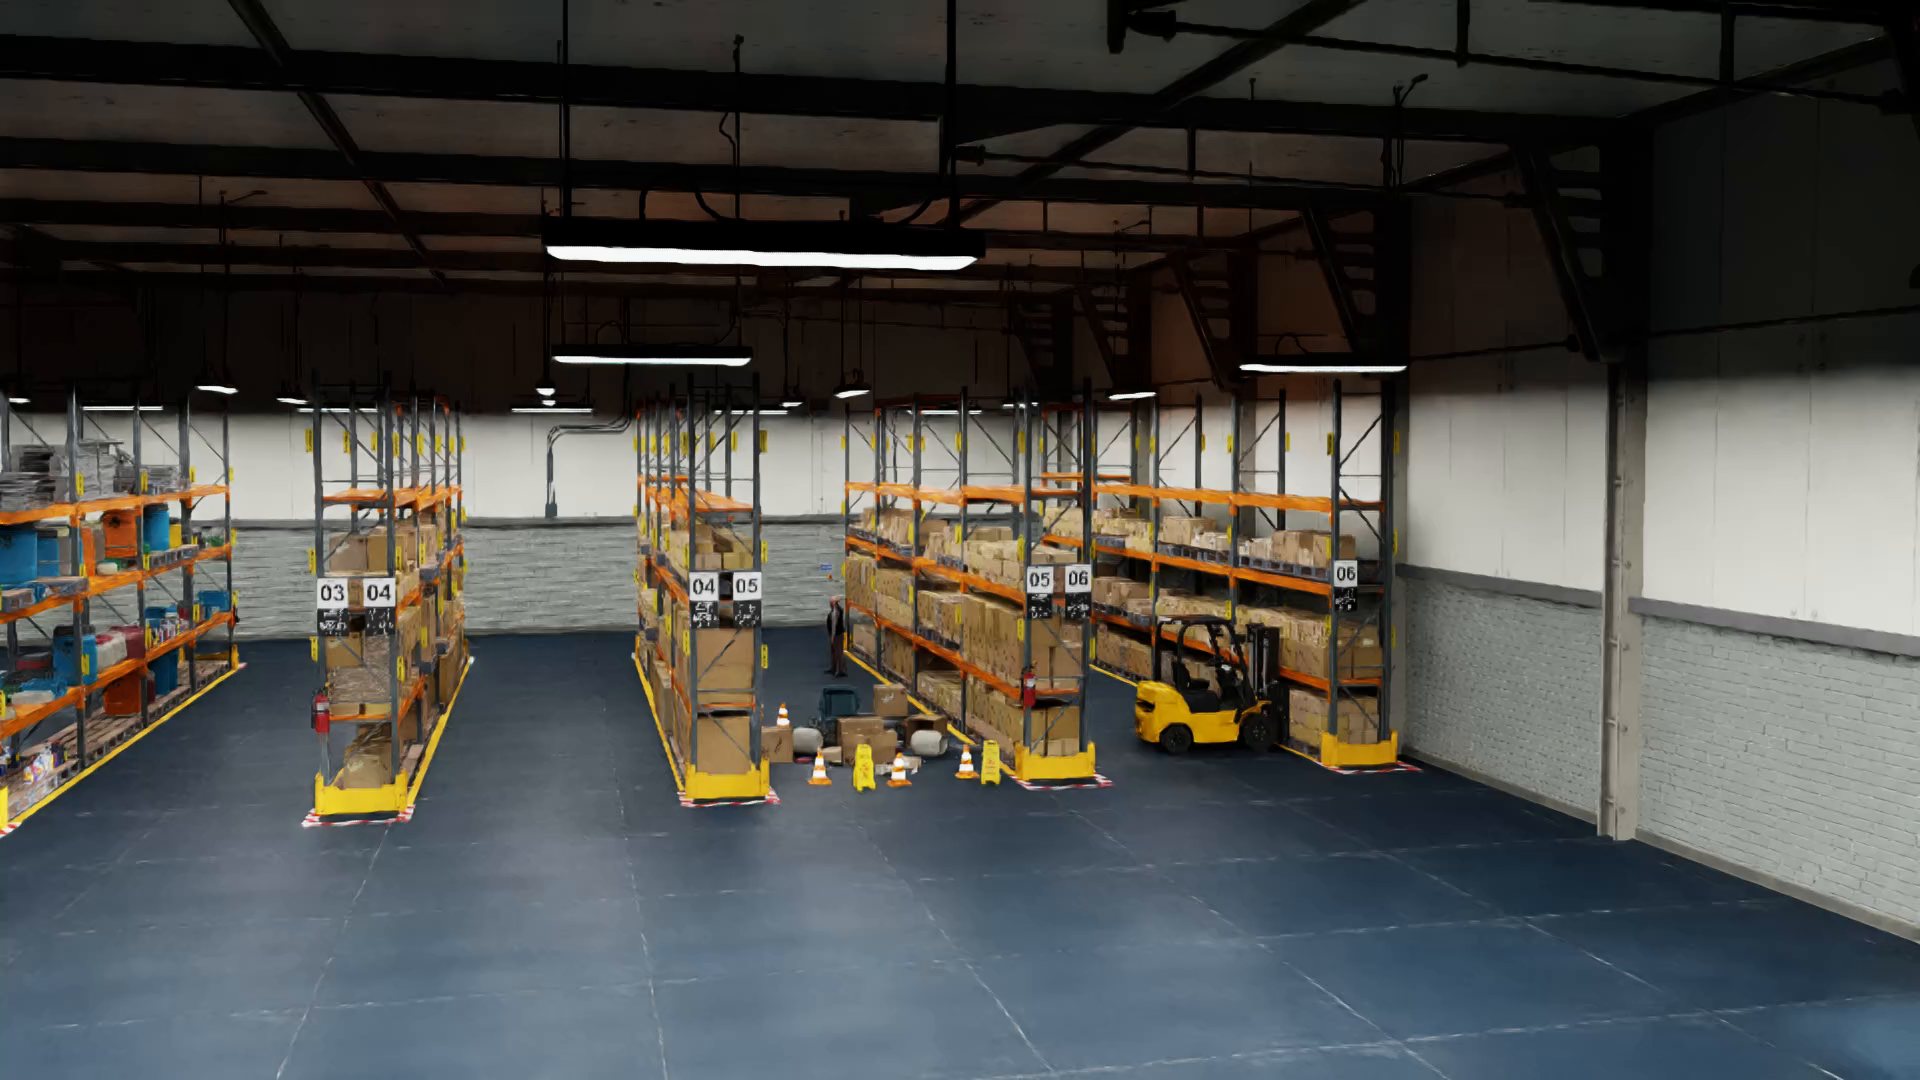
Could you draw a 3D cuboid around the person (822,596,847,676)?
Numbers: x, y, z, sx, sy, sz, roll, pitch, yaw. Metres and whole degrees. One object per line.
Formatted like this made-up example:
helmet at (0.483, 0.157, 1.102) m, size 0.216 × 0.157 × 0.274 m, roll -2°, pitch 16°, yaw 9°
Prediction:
person at (-2.708, 2.061, 35.902) m, size 0.569 × 1.709 × 0.645 m, roll 0°, pitch 3°, yaw 1°
